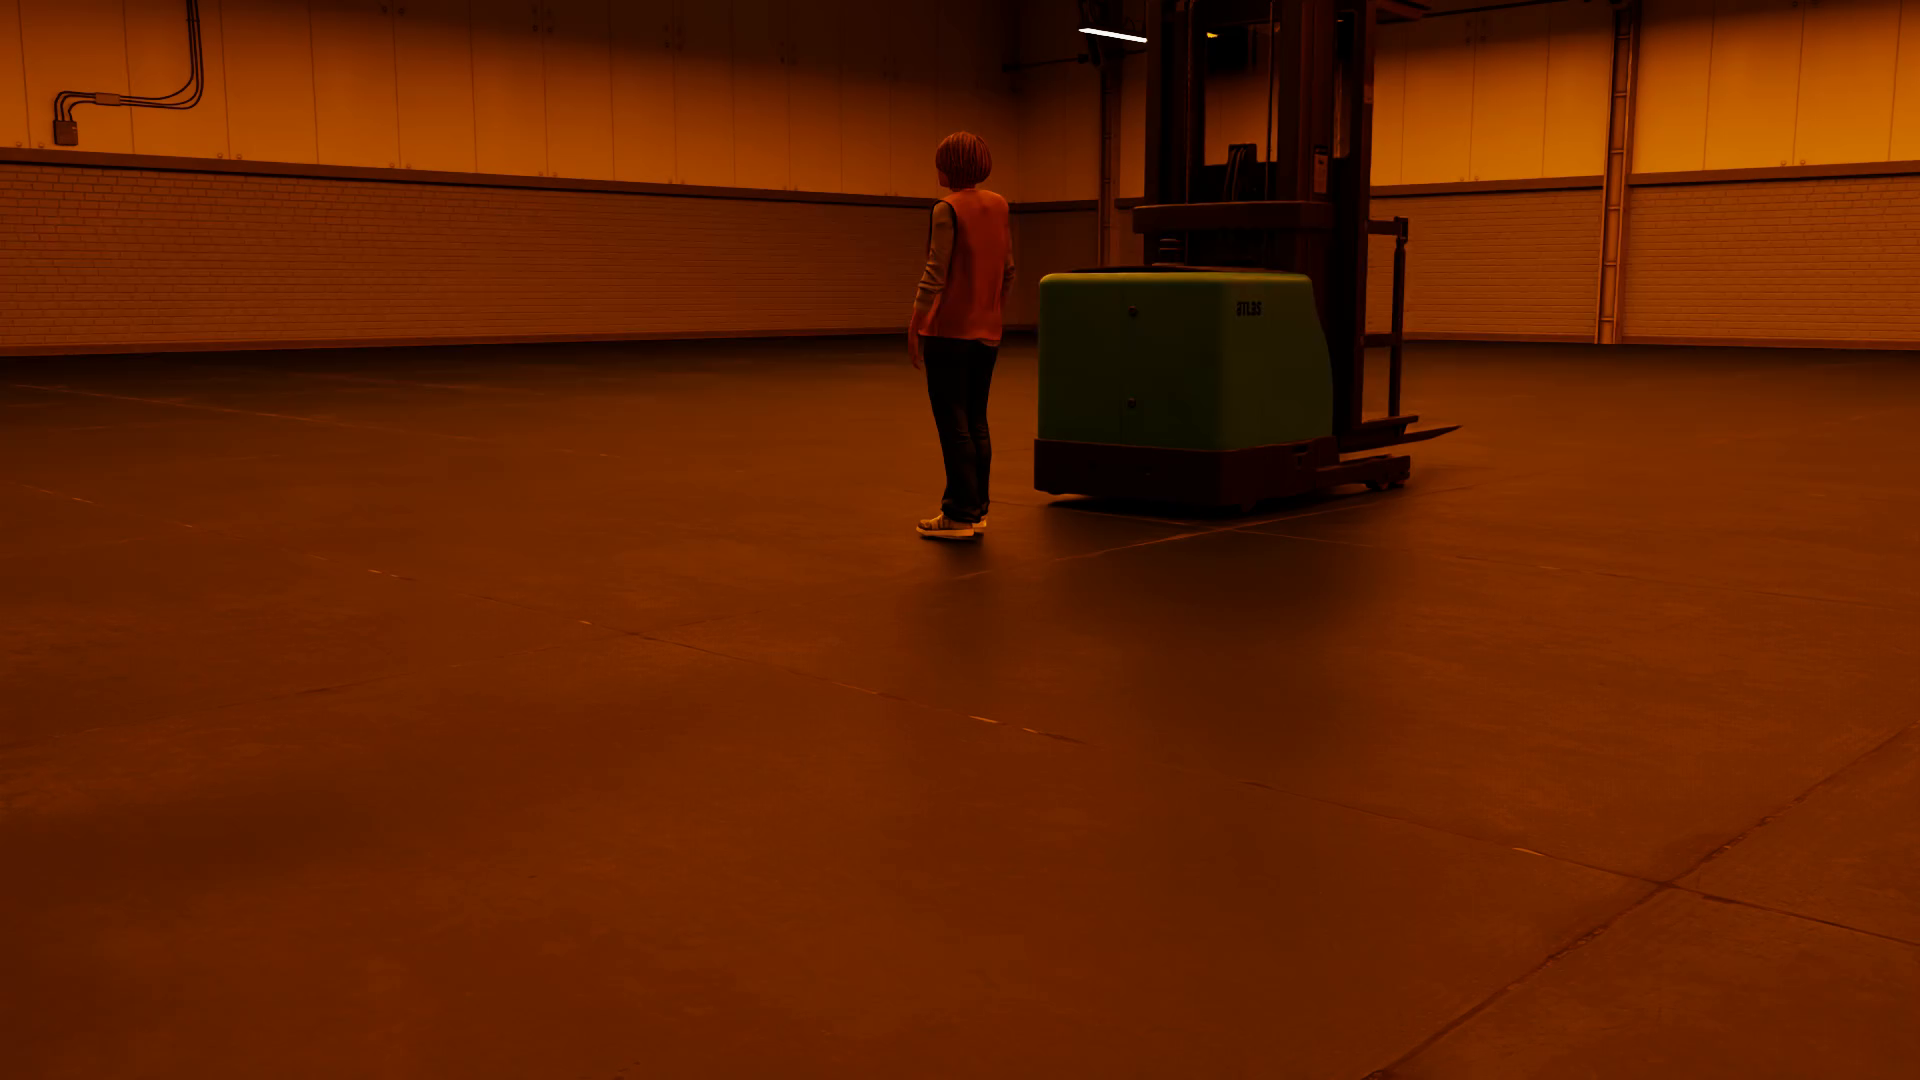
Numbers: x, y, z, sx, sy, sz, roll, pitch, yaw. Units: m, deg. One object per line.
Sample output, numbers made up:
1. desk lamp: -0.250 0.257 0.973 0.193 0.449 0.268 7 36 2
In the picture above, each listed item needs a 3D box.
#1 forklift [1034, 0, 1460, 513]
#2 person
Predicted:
1. forklift: 1.667 -1.741 8.439 1.130 2.935 3.031 7 11 39
2. person: -0.044 -0.806 6.658 0.473 1.599 0.521 8 12 43
